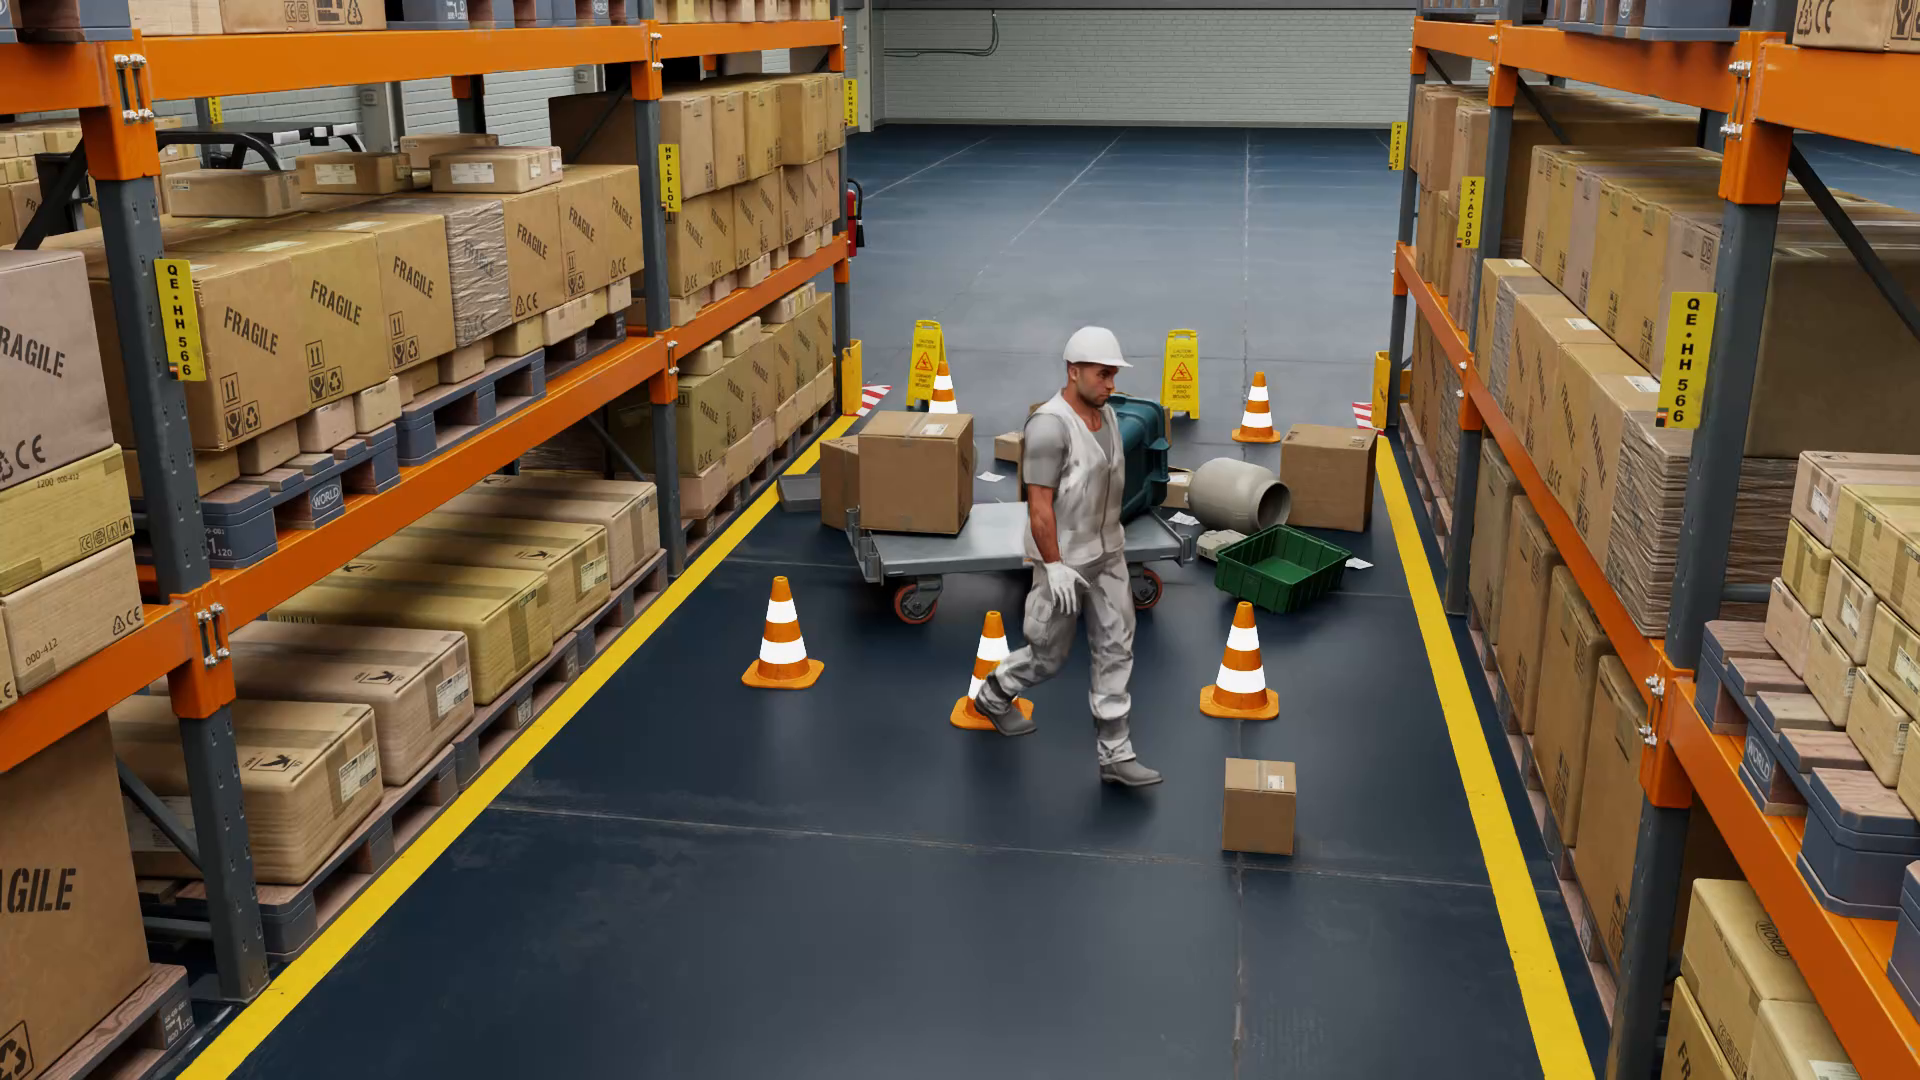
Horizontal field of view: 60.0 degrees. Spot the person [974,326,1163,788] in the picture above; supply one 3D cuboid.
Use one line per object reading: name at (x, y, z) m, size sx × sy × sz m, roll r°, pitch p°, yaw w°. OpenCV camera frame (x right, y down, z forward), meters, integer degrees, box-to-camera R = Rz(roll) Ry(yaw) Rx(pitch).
person at (0.424, 0.064, 6.338) m, size 0.560 × 1.772 × 0.897 m, roll -16°, pitch 24°, yaw -41°
